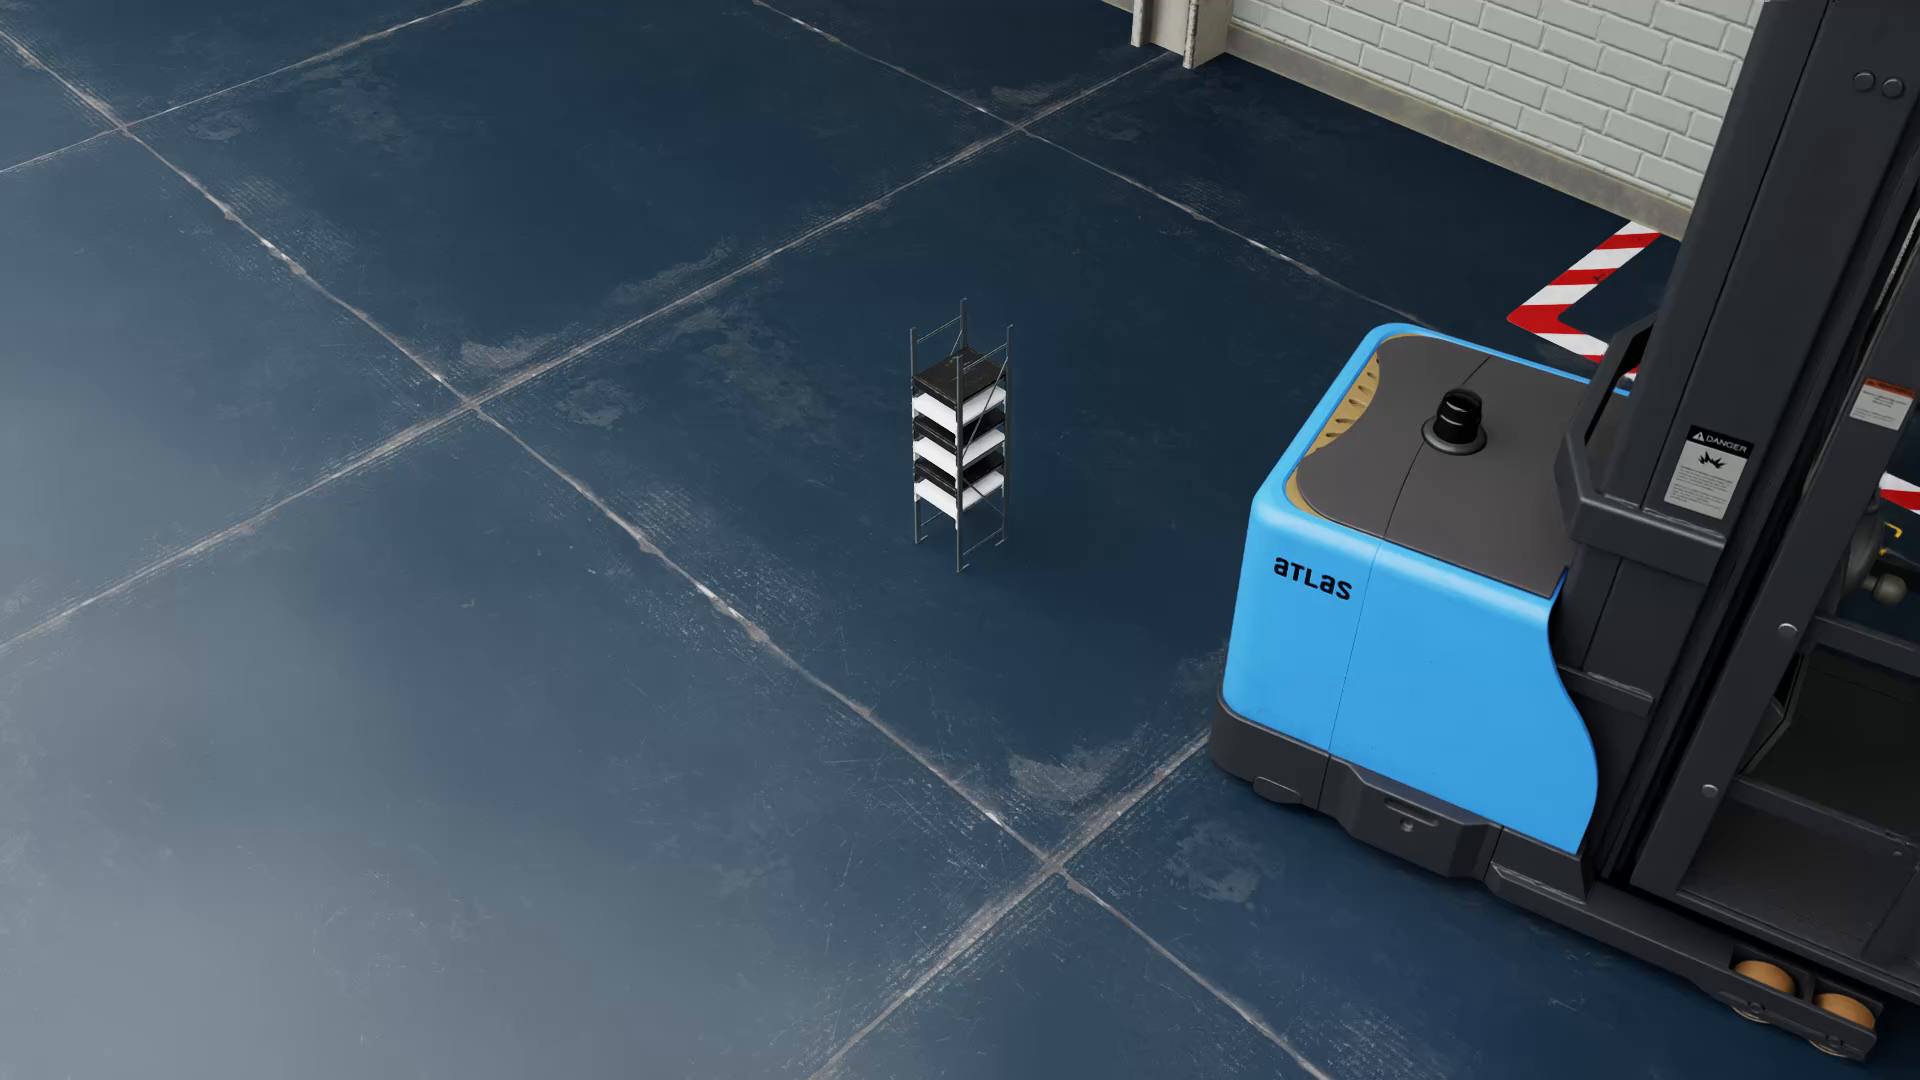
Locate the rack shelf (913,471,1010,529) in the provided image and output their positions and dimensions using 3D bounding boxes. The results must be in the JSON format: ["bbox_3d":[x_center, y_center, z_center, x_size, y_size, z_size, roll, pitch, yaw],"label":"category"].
[{"bbox_3d":[0.006,-0.170,5.585,0.258,0.077,0.200,-34,53,-31],"label":"rack shelf"}]

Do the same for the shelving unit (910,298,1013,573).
[{"bbox_3d":[0.006,-0.327,5.440,0.258,0.900,0.210,-34,53,-31],"label":"shelving unit"}]

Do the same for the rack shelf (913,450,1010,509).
[{"bbox_3d":[0.006,-0.236,5.524,0.258,0.077,0.200,-34,53,-31],"label":"rack shelf"}]

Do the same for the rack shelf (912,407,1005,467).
[{"bbox_3d":[0.006,-0.368,5.402,0.258,0.077,0.200,-34,53,-31],"label":"rack shelf"}]

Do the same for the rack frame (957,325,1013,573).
[{"bbox_3d":[0.078,-0.278,5.388,0.240,0.900,0.006,-34,53,-31],"label":"rack frame"}]

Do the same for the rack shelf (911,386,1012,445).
[{"bbox_3d":[0.006,-0.434,5.341,0.258,0.077,0.200,-34,53,-31],"label":"rack shelf"}]

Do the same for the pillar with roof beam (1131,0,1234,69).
[{"bbox_3d":[-1.929,-3.755,3.183,9.100,9.000,0.400,-34,53,-31],"label":"pillar with roof beam"}]

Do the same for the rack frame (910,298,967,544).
[{"bbox_3d":[-0.066,-0.375,5.493,0.240,0.900,0.006,-34,53,-31],"label":"rack frame"}]

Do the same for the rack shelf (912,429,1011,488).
[{"bbox_3d":[0.006,-0.302,5.463,0.258,0.077,0.200,-34,53,-31],"label":"rack shelf"}]

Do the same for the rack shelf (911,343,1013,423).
[{"bbox_3d":[0.006,-0.500,5.280,0.258,0.077,0.200,-34,53,-31],"label":"rack shelf"}]

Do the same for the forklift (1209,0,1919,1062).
[{"bbox_3d":[2.275,-0.158,3.762,3.031,2.935,1.130,22,47,22],"label":"forklift"}]
